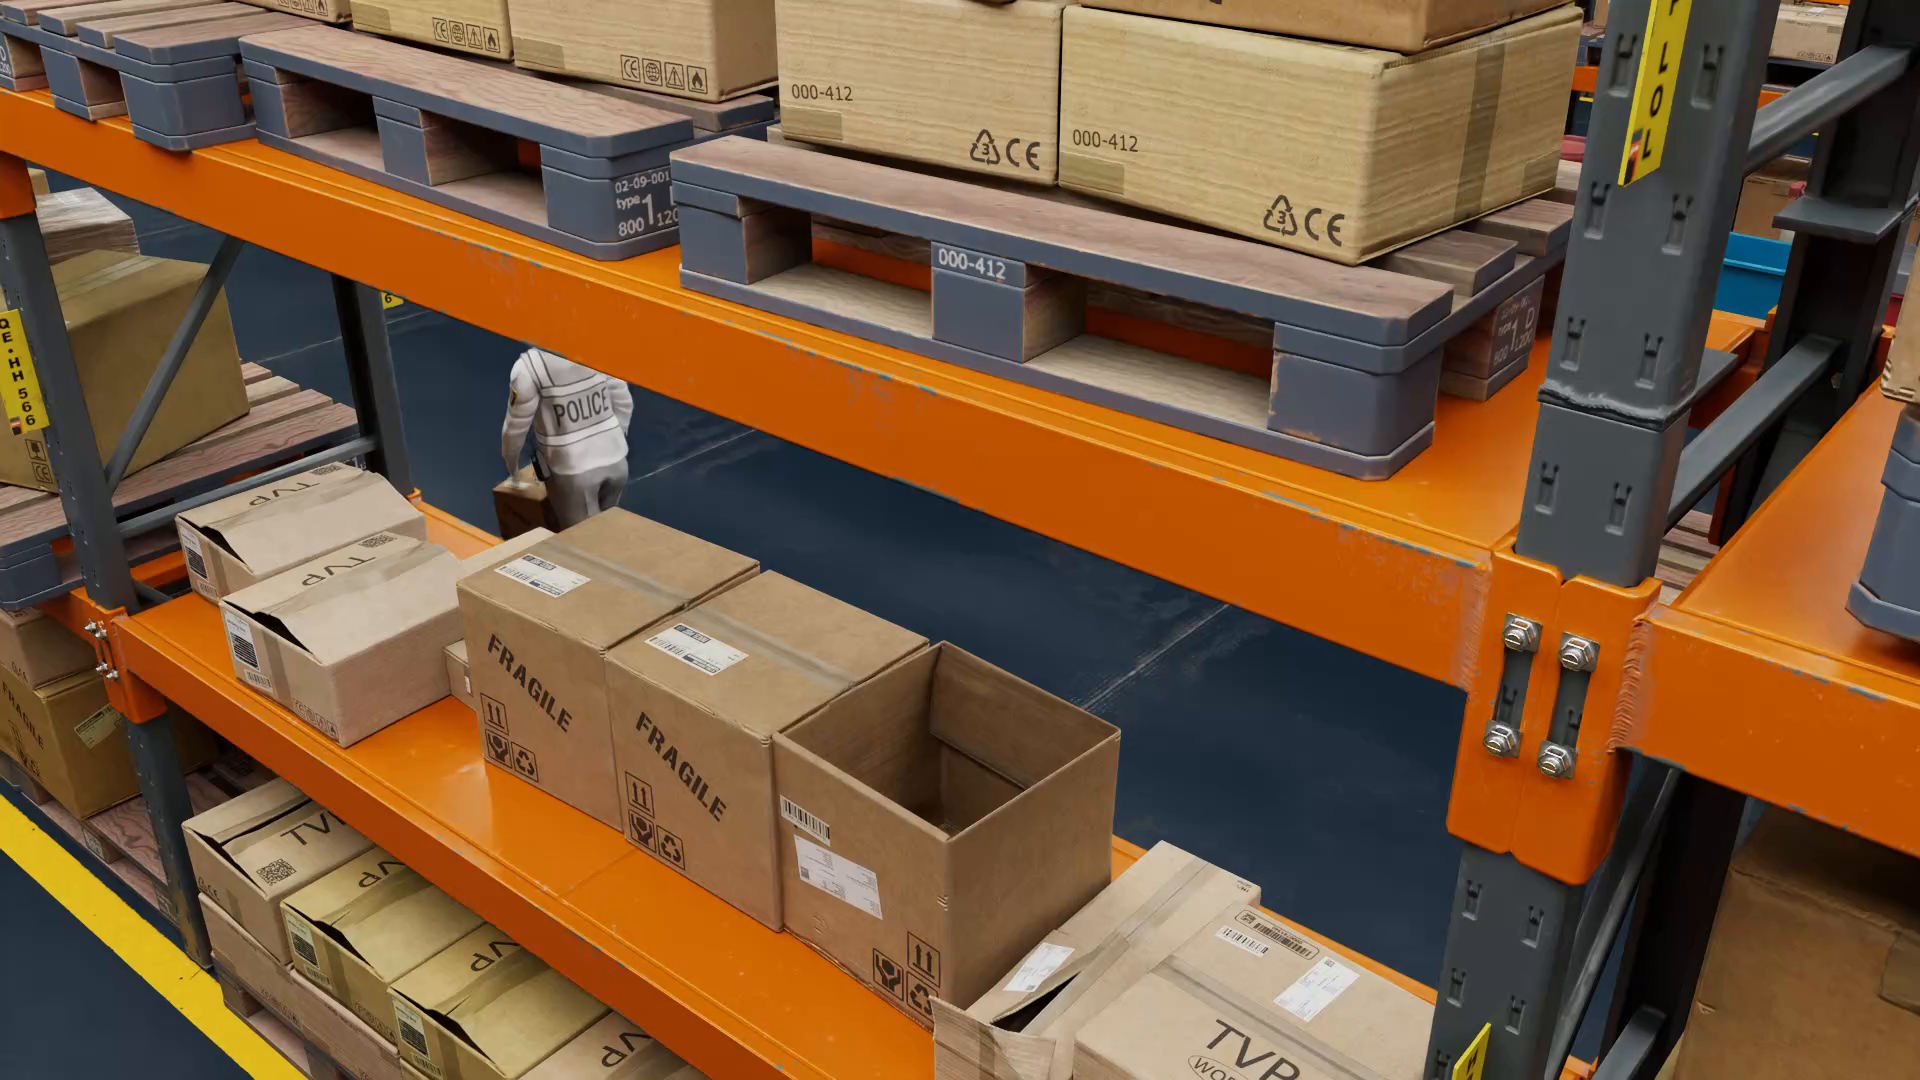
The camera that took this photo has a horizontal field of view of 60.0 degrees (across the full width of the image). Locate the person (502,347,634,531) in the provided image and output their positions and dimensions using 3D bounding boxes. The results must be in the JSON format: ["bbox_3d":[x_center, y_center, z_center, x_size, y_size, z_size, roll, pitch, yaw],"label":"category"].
[{"bbox_3d":[-1.581,-0.310,6.679,0.512,1.661,0.834,-25,36,-39],"label":"person"}]
